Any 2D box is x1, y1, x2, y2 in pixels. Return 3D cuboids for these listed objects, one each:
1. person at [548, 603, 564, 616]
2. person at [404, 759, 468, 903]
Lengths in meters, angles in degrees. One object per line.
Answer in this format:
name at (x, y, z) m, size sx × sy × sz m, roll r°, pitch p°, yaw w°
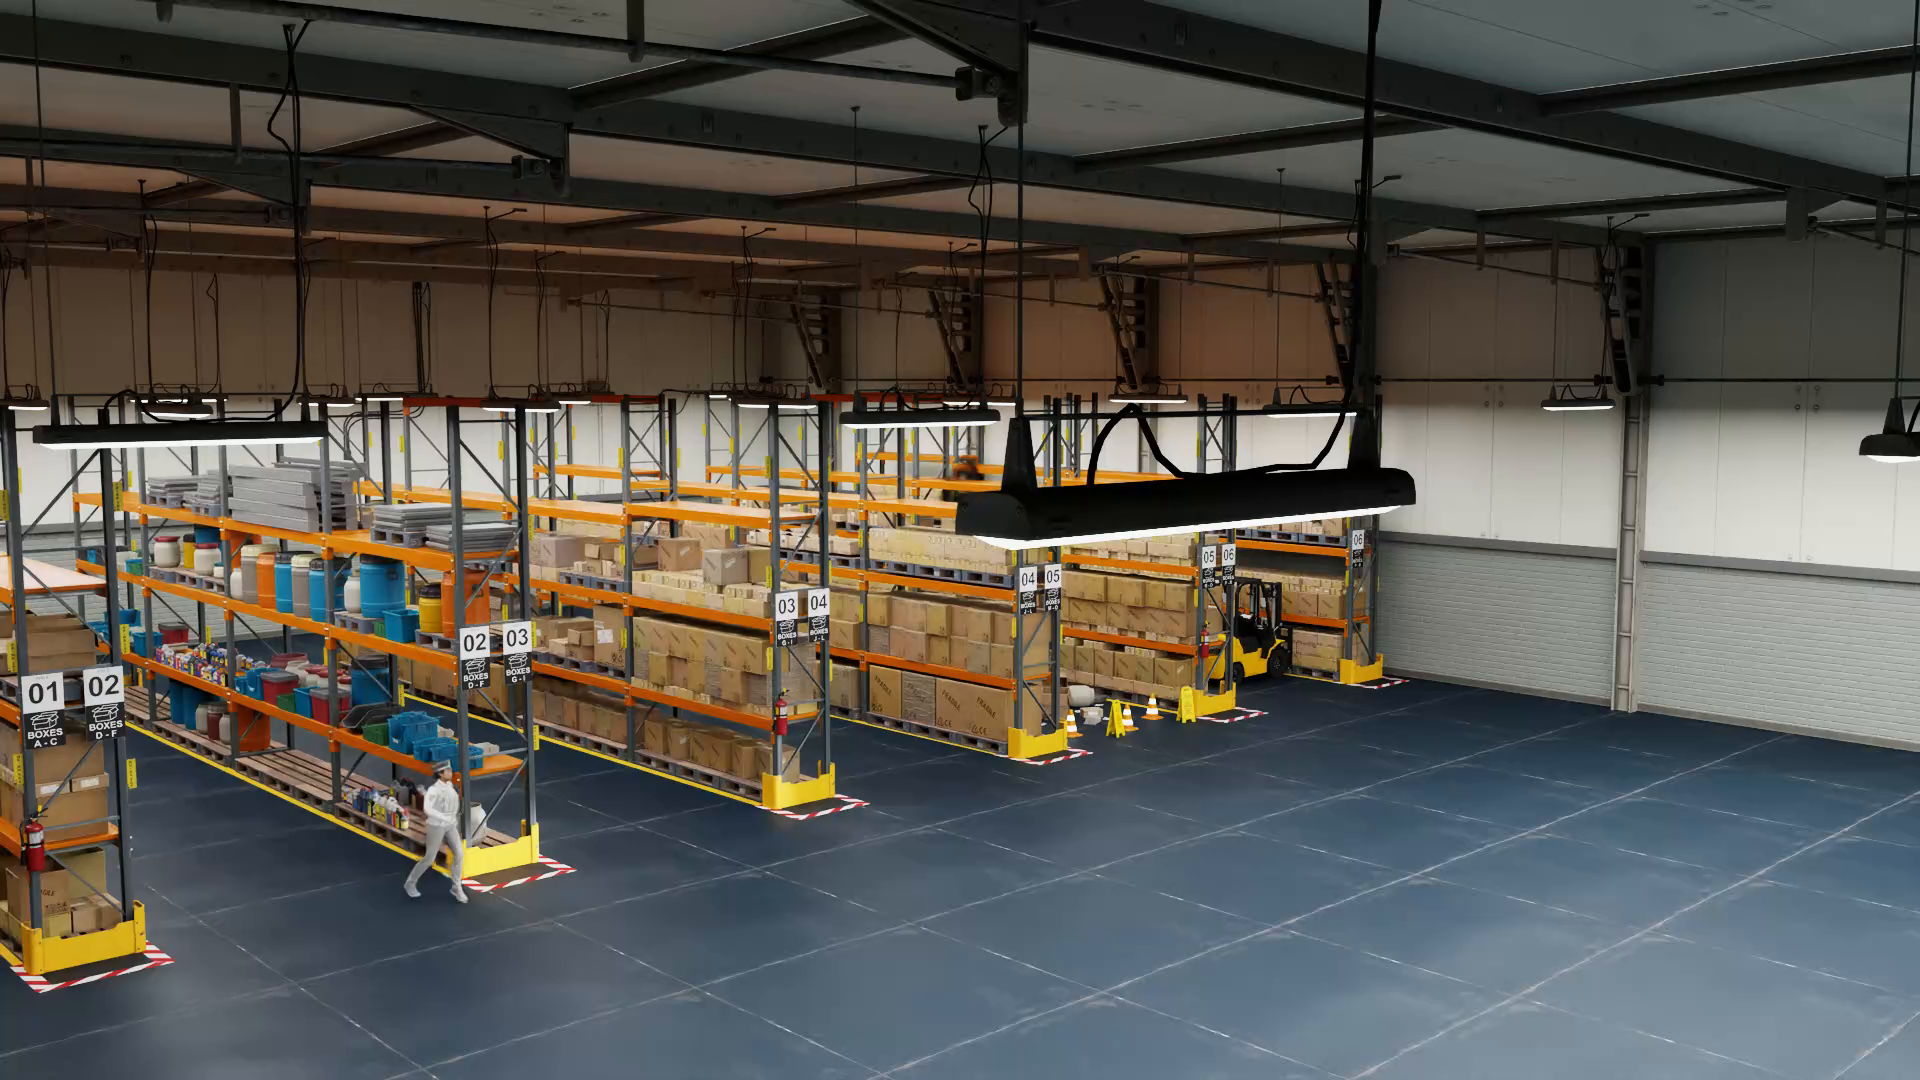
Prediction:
person at (-10.008, 1.525, 41.242) m, size 0.616 × 1.662 × 0.606 m, roll -3°, pitch 7°, yaw -32°
person at (-6.313, 3.535, 20.349) m, size 0.792 × 1.705 × 0.680 m, roll 2°, pitch 6°, yaw 19°
